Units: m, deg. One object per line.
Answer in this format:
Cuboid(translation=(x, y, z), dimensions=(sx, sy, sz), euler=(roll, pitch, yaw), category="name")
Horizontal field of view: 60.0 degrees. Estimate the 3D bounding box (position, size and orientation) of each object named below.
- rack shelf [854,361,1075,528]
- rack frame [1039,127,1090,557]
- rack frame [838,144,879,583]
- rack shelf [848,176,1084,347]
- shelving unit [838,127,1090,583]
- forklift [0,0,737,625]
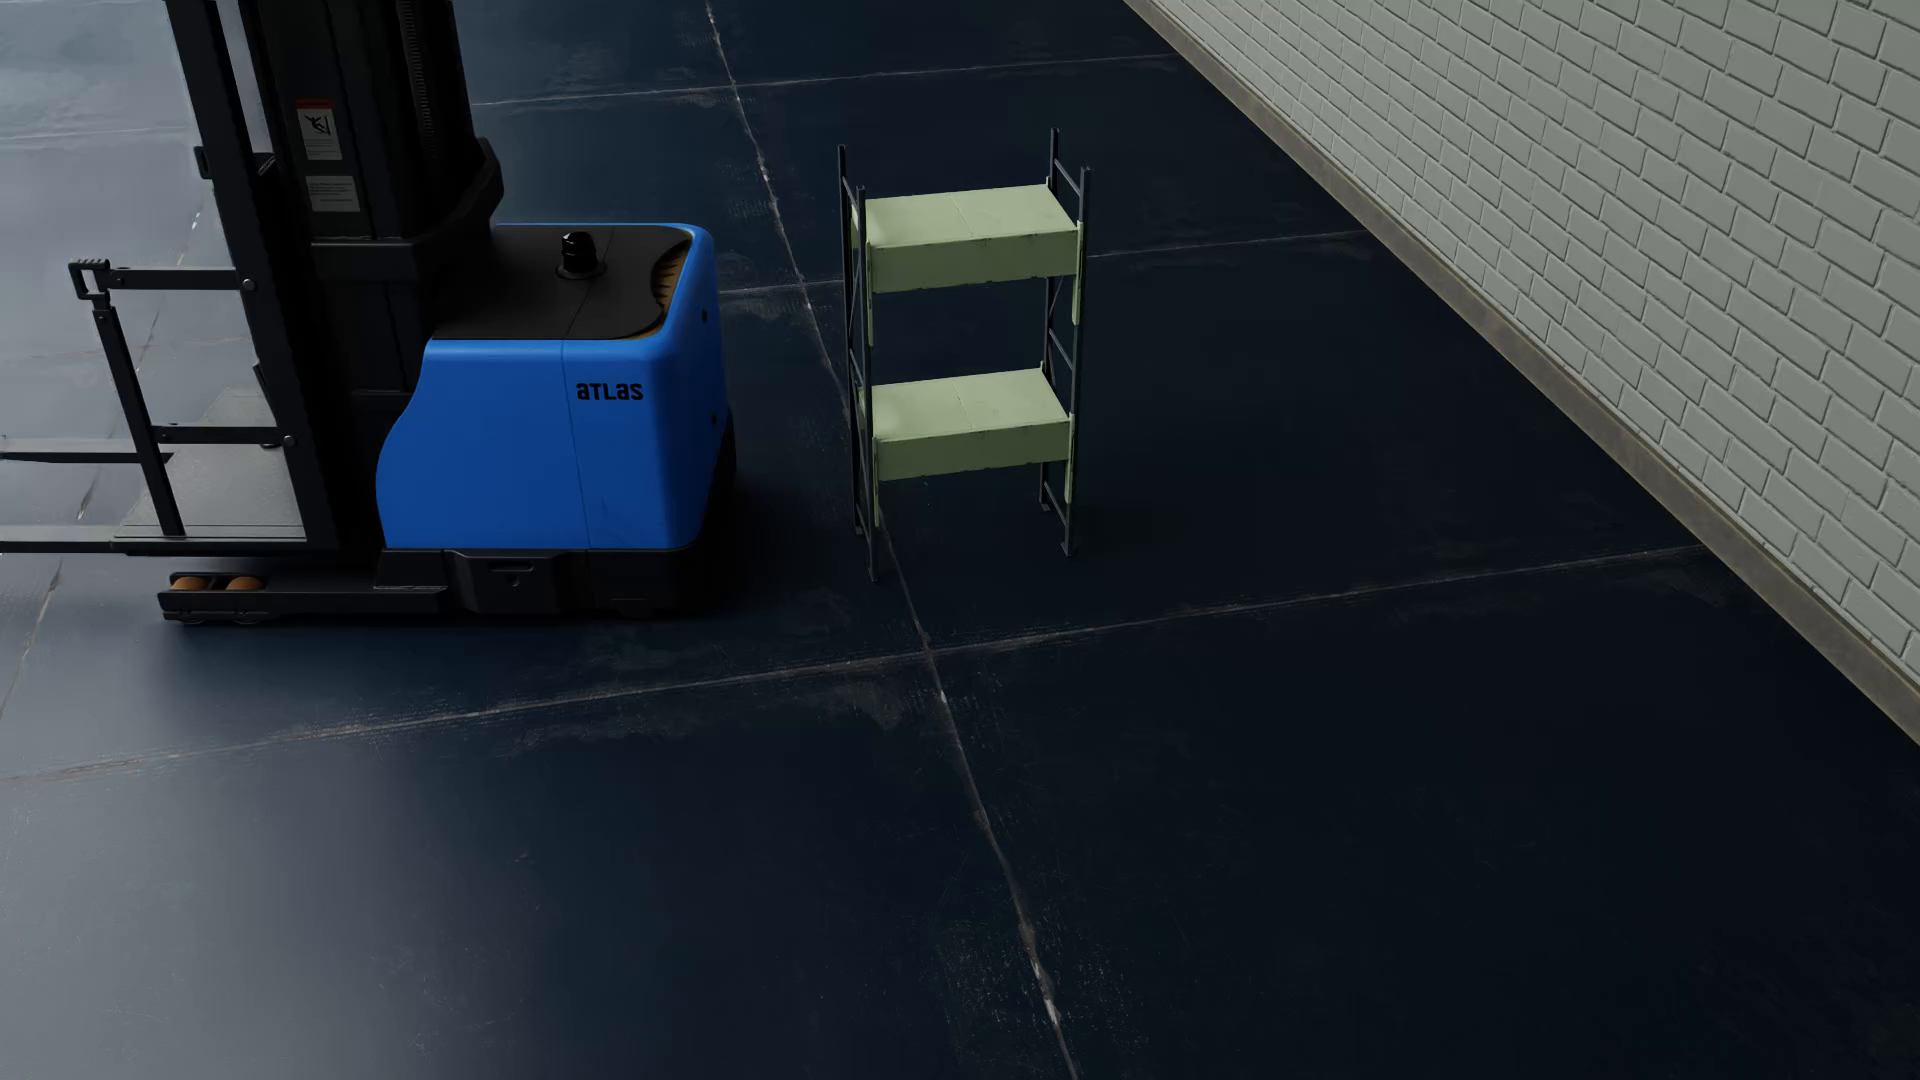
Cuboid(translation=(0.007, -0.353, 6.015), dimensions=(0.720, 0.370, 0.431), euler=(-7, 35, -11), category="rack shelf")
Cuboid(translation=(0.364, -0.669, 5.900), dimensions=(0.023, 1.500, 0.400), euler=(-7, 35, -11), category="rack frame")
Cuboid(translation=(-0.350, -0.579, 5.766), dimensions=(0.023, 1.500, 0.400), euler=(-7, 35, -11), category="rack frame")
Cuboid(translation=(0.007, -0.948, 5.616), dimensions=(0.720, 0.370, 0.431), euler=(-7, 35, -11), category="rack shelf")
Cuboid(translation=(0.007, -0.624, 5.833), dimensions=(0.755, 1.500, 0.431), euler=(-7, 35, -11), category="shelving unit")
Cuboid(translation=(-2.397, -1.216, 5.432), dimensions=(3.031, 2.935, 1.130), euler=(0, 34, 0), category="forklift")
